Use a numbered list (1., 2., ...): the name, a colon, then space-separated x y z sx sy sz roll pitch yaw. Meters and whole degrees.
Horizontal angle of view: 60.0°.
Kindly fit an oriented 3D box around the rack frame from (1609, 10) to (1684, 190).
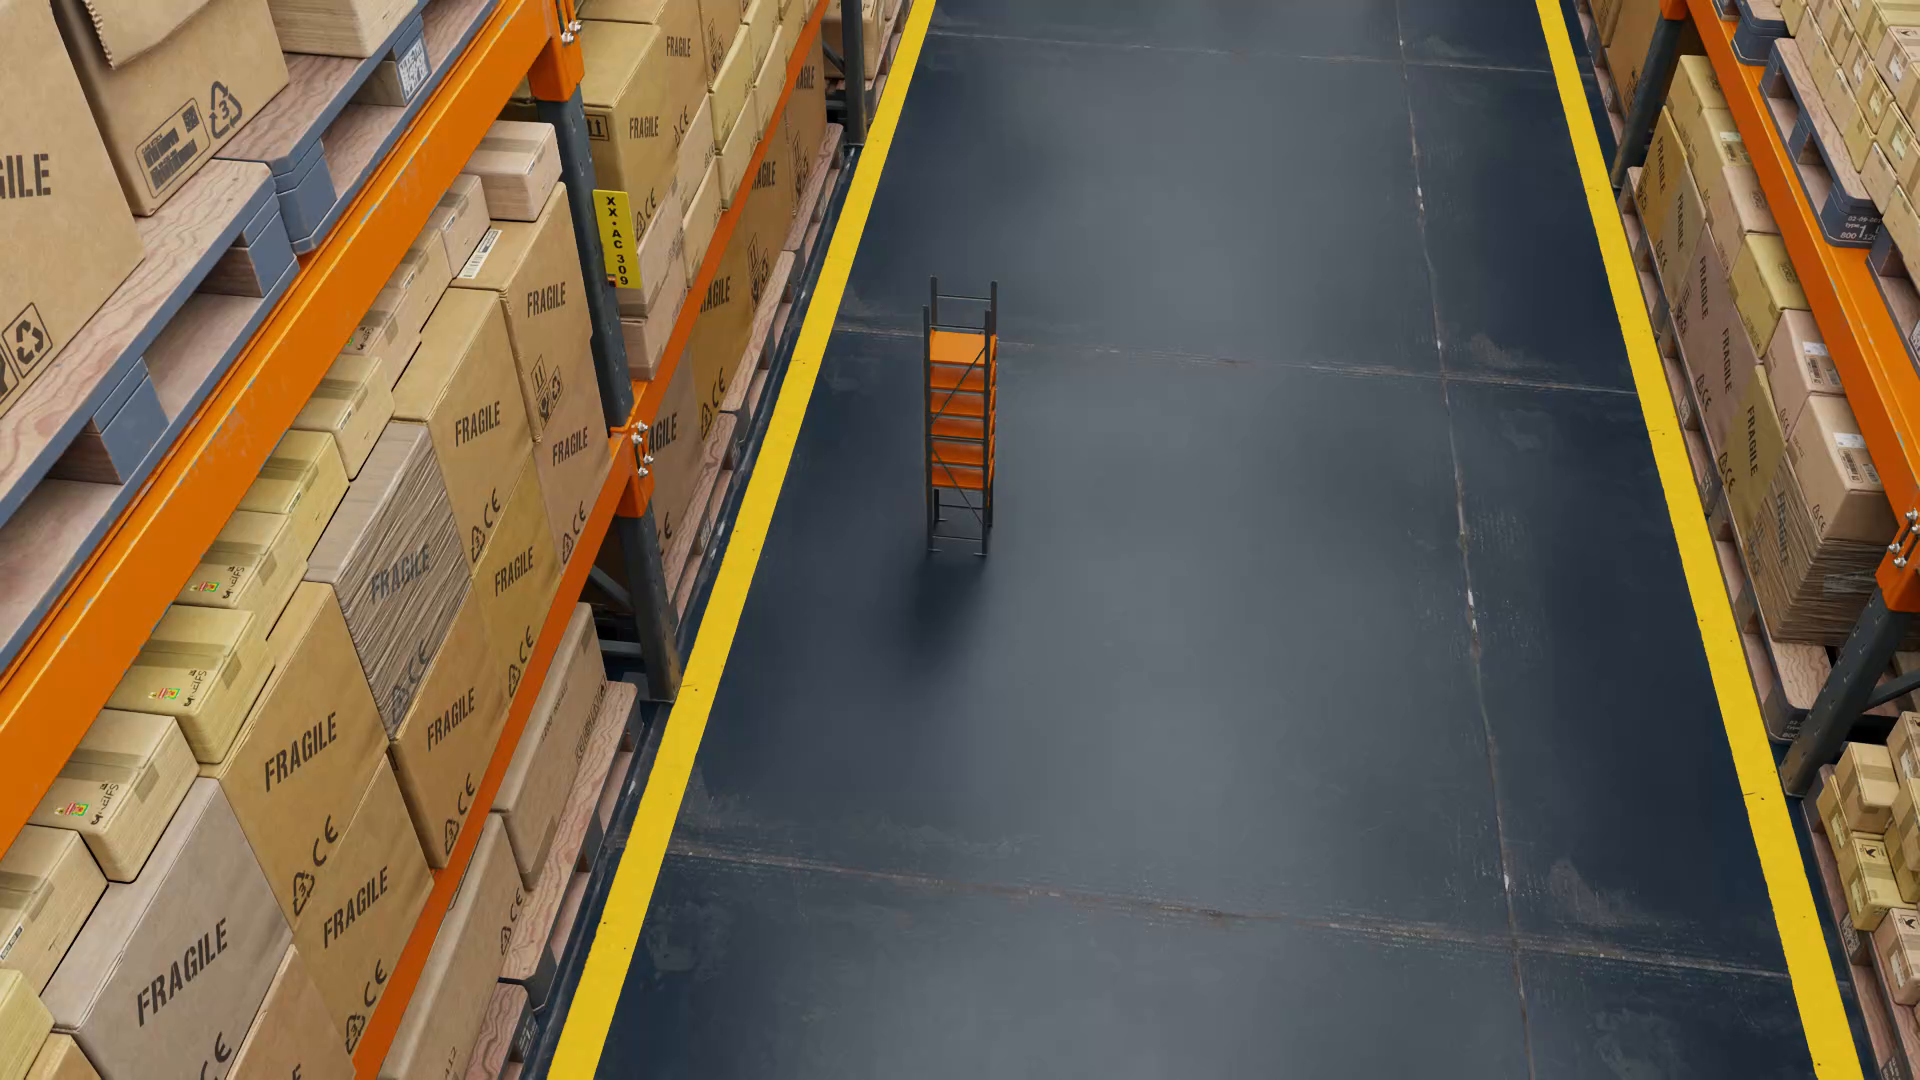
1. rack frame: 3.912 -2.915 7.646 1.000 3.000 0.127 5 44 6

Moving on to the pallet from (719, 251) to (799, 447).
1. pallet: -1.350 -0.924 7.572 1.003 0.211 1.213 5 44 6

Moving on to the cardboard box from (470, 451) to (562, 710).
1. cardboard box: -1.407 0.085 4.406 0.500 0.500 0.500 4 44 4

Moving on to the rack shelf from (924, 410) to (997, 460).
1. rack shelf: 0.002 -0.413 6.378 0.258 0.103 0.180 5 44 6

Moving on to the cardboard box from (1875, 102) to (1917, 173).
1. cardboard box: 3.377 -1.359 5.665 0.380 0.149 0.250 3 44 3

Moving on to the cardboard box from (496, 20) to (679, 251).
1. cardboard box: -1.193 -1.243 5.081 0.500 0.500 0.500 6 44 6

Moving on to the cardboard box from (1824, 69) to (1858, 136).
1. cardboard box: 3.444 -1.608 6.144 0.380 0.149 0.250 4 44 4

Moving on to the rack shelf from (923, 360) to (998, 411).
1. rack shelf: 0.002 -0.588 6.213 0.258 0.103 0.180 5 44 6

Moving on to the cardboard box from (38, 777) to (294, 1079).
1. cardboard box: -1.598 0.752 2.975 0.500 0.500 0.500 5 44 5

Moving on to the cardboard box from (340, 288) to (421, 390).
1. cardboard box: -1.463 -0.453 3.775 0.380 0.149 0.250 5 44 5

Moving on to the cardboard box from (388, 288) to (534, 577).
1. cardboard box: -1.400 -0.277 4.061 0.500 0.500 0.500 5 44 5

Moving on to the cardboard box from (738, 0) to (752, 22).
1. cardboard box: -1.023 -2.286 6.183 0.500 0.500 0.500 5 44 5

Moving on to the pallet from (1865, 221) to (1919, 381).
1. pallet: 3.629 -0.626 5.369 1.003 0.211 1.213 5 44 6

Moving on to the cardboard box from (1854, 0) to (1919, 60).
1. cardboard box: 3.450 -1.829 5.944 0.380 0.149 0.250 5 44 5

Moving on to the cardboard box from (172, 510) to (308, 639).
1. cardboard box: -1.511 0.069 3.224 0.380 0.149 0.250 5 44 6

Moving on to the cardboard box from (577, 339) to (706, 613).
1. cardboard box: -1.534 -0.380 6.210 0.875 0.875 0.875 6 44 7

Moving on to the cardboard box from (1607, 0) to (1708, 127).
1. cardboard box: 4.082 -2.657 8.705 1.050 0.750 0.750 5 44 5

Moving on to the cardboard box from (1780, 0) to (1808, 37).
1. cardboard box: 3.548 -2.138 6.704 0.380 0.149 0.250 7 44 7

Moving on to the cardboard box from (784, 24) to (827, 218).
1. cardboard box: -1.181 -2.213 8.146 0.875 0.875 0.875 5 44 5

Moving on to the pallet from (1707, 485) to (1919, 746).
1. pallet: 3.485 0.293 6.287 1.003 0.211 1.213 5 44 6

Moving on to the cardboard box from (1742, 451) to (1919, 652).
1. cardboard box: 3.231 0.039 6.039 0.500 0.500 0.500 4 44 5

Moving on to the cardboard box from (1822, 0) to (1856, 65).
1. cardboard box: 3.480 -1.895 6.230 0.380 0.149 0.250 5 44 5

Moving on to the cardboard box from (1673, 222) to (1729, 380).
1. cardboard box: 3.440 -1.007 7.145 0.500 0.500 0.500 4 44 4

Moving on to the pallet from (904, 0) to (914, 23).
1. pallet: -0.739 -3.645 10.446 1.003 0.211 1.213 5 44 6

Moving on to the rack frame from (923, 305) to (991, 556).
1. rack frame: -0.010 -0.383 6.282 0.240 1.200 0.006 5 44 6

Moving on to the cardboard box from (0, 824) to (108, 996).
1. cardboard box: -1.633 0.588 2.675 0.380 0.149 0.250 6 44 6

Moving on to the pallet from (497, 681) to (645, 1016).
1. pallet: -1.715 0.954 5.589 1.003 0.211 1.213 5 44 6

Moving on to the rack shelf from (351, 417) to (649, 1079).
1. rack shelf: -1.801 1.055 3.978 1.077 0.370 4.000 5 44 6

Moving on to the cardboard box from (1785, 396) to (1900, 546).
1. cardboard box: 3.231 -0.236 5.785 0.500 0.250 0.500 4 44 4

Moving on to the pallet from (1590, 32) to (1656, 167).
1. pallet: 4.091 -2.432 9.165 1.003 0.211 1.213 5 44 6

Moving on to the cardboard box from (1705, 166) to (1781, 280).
1. cardboard box: 3.436 -1.302 6.911 0.500 0.250 0.500 6 44 6

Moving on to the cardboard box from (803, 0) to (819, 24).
1. cardboard box: -0.869 -2.523 7.342 0.500 0.250 0.500 6 44 6

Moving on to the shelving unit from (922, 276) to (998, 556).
1. shelving unit: 0.002 -0.446 6.348 0.258 1.200 0.189 5 44 6

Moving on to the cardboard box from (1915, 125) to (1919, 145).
1. cardboard box: 3.348 -1.295 5.381 0.380 0.149 0.250 5 44 5

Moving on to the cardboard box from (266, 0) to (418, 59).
1. cardboard box: -1.339 -1.112 3.365 0.380 0.149 0.250 6 44 7

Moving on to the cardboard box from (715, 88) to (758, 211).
1. cardboard box: -1.066 -1.492 6.253 0.500 0.250 0.500 5 44 5

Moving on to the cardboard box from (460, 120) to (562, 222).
1. cardboard box: -1.262 -0.966 4.316 0.380 0.149 0.250 4 44 5

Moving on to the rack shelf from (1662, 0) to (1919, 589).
1. rack shelf: 3.648 -1.290 6.454 1.077 0.370 4.000 5 44 6

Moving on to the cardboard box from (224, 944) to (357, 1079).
1. cardboard box: -1.593 1.127 3.305 0.500 0.500 0.500 5 44 5

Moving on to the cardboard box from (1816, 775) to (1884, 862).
1. cardboard box: 3.017 0.913 5.372 0.380 0.149 0.250 3 44 4

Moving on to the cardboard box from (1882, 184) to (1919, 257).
1. cardboard box: 3.342 -1.056 5.561 0.380 0.149 0.250 3 44 3

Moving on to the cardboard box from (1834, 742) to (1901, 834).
1. cardboard box: 3.018 0.804 5.271 0.380 0.149 0.250 7 44 7

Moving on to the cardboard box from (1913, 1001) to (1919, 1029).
1. cardboard box: 3.016 1.446 4.809 0.380 0.149 0.250 4 44 5

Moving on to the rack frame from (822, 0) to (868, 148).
1. rack frame: -1.008 -3.296 8.049 1.000 3.000 0.127 5 44 6

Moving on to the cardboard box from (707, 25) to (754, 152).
1. cardboard box: -1.065 -1.670 6.078 0.500 0.250 0.500 6 44 6
